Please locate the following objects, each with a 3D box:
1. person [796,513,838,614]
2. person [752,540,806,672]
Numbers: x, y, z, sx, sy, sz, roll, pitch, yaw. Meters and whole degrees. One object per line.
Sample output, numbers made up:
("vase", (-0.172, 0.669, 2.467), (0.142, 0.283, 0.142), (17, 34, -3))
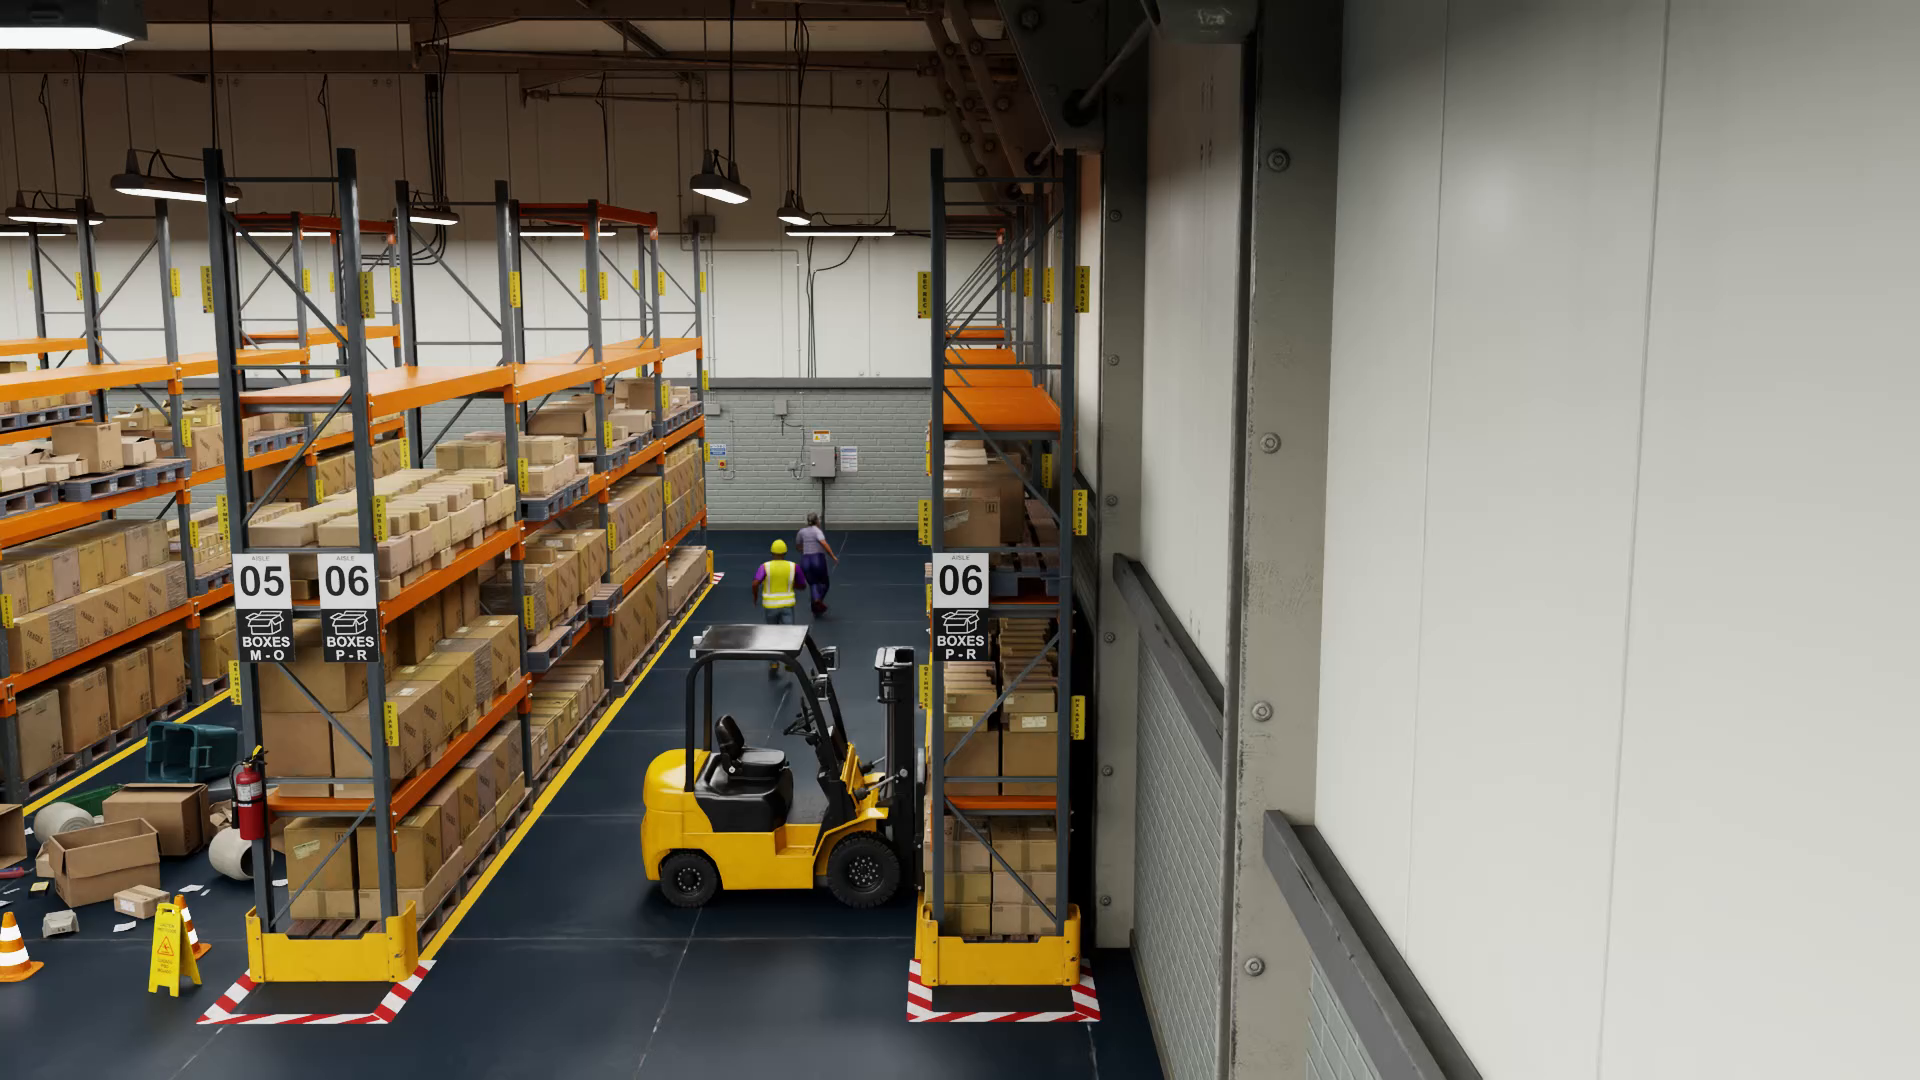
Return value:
("person", (-2.218, 0.395, 25.301), (0.717, 1.570, 0.608), (3, 10, 17))
("person", (-2.333, 0.851, 21.530), (0.693, 1.743, 0.928), (-2, 9, -11))
